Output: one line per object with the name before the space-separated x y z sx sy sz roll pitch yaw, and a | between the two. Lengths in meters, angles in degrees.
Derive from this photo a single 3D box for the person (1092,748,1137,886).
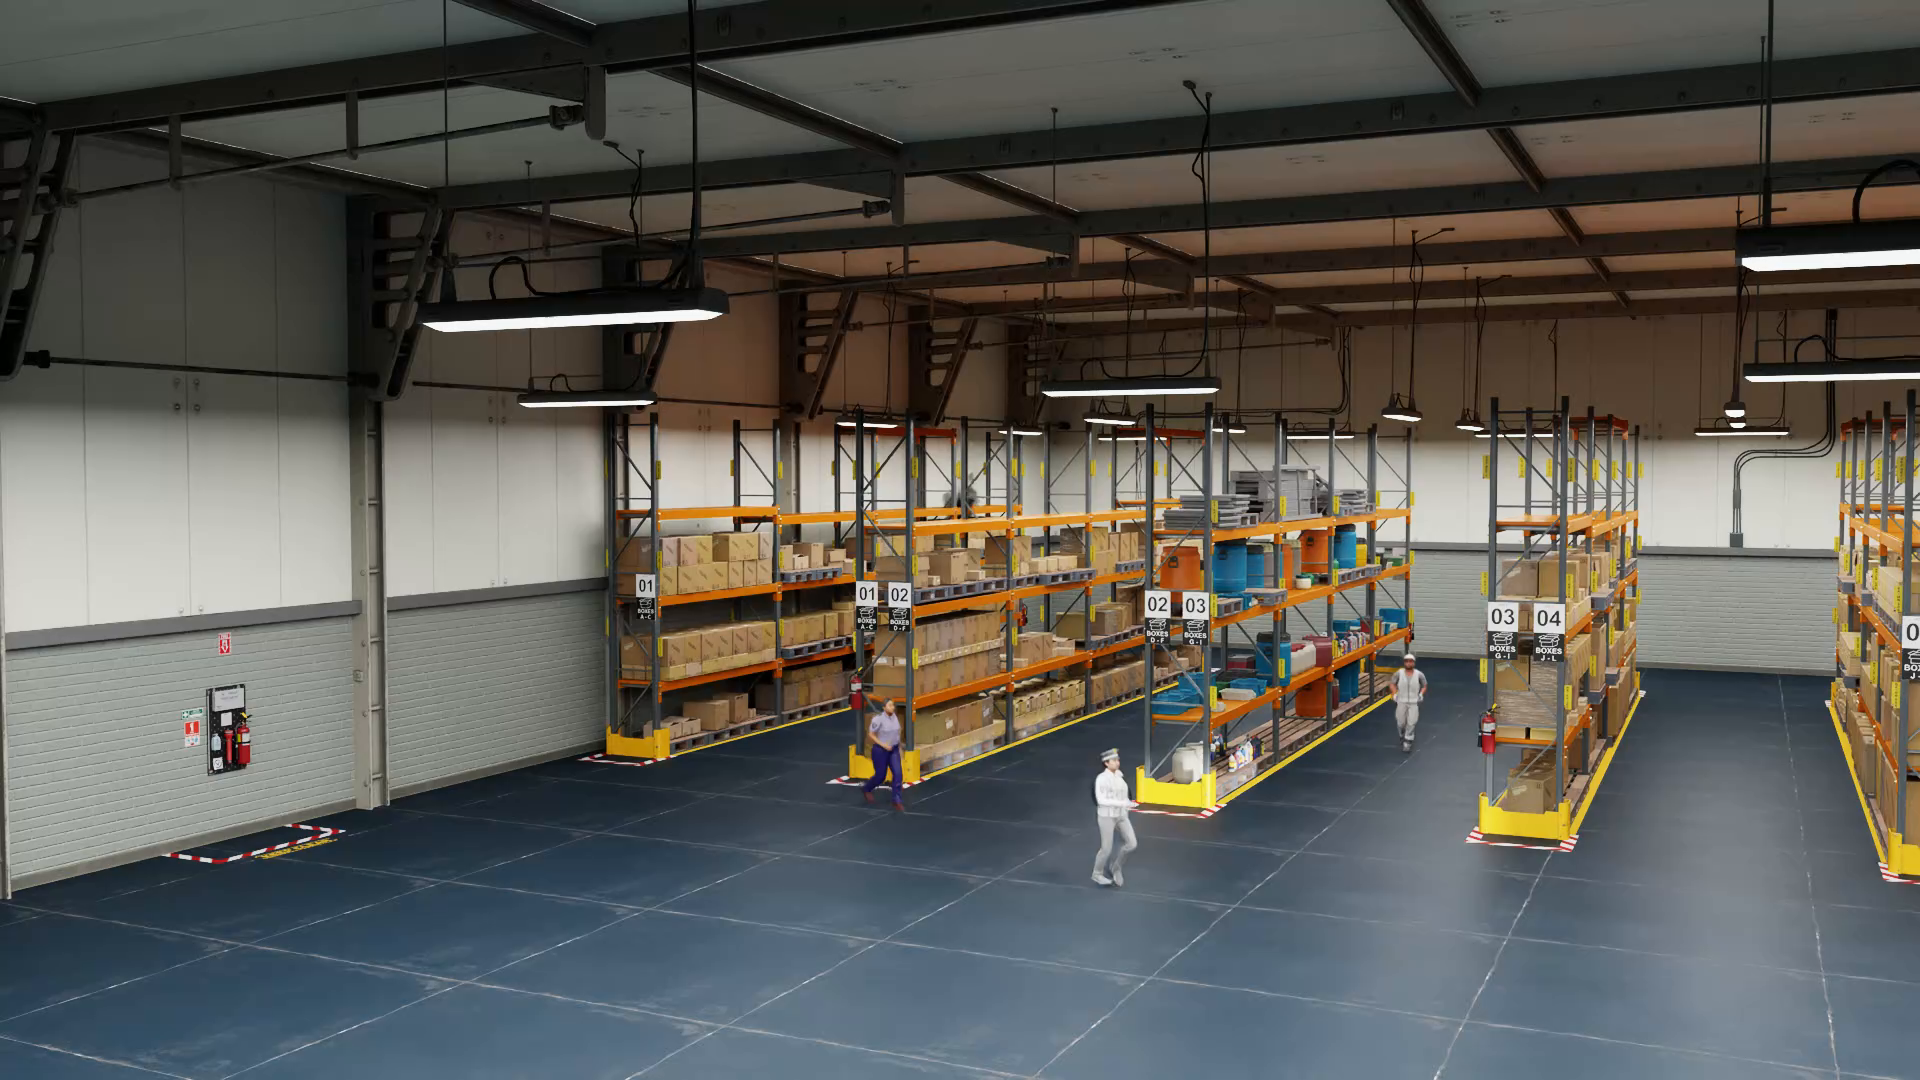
person | 1.854 3.316 19.874 0.585 1.675 0.650 -2 3 -40

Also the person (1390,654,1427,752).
person | 7.949 2.890 29.480 0.635 1.740 0.583 1 2 15

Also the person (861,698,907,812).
person | -1.117 3.157 24.600 0.618 1.665 0.858 -2 3 -41
